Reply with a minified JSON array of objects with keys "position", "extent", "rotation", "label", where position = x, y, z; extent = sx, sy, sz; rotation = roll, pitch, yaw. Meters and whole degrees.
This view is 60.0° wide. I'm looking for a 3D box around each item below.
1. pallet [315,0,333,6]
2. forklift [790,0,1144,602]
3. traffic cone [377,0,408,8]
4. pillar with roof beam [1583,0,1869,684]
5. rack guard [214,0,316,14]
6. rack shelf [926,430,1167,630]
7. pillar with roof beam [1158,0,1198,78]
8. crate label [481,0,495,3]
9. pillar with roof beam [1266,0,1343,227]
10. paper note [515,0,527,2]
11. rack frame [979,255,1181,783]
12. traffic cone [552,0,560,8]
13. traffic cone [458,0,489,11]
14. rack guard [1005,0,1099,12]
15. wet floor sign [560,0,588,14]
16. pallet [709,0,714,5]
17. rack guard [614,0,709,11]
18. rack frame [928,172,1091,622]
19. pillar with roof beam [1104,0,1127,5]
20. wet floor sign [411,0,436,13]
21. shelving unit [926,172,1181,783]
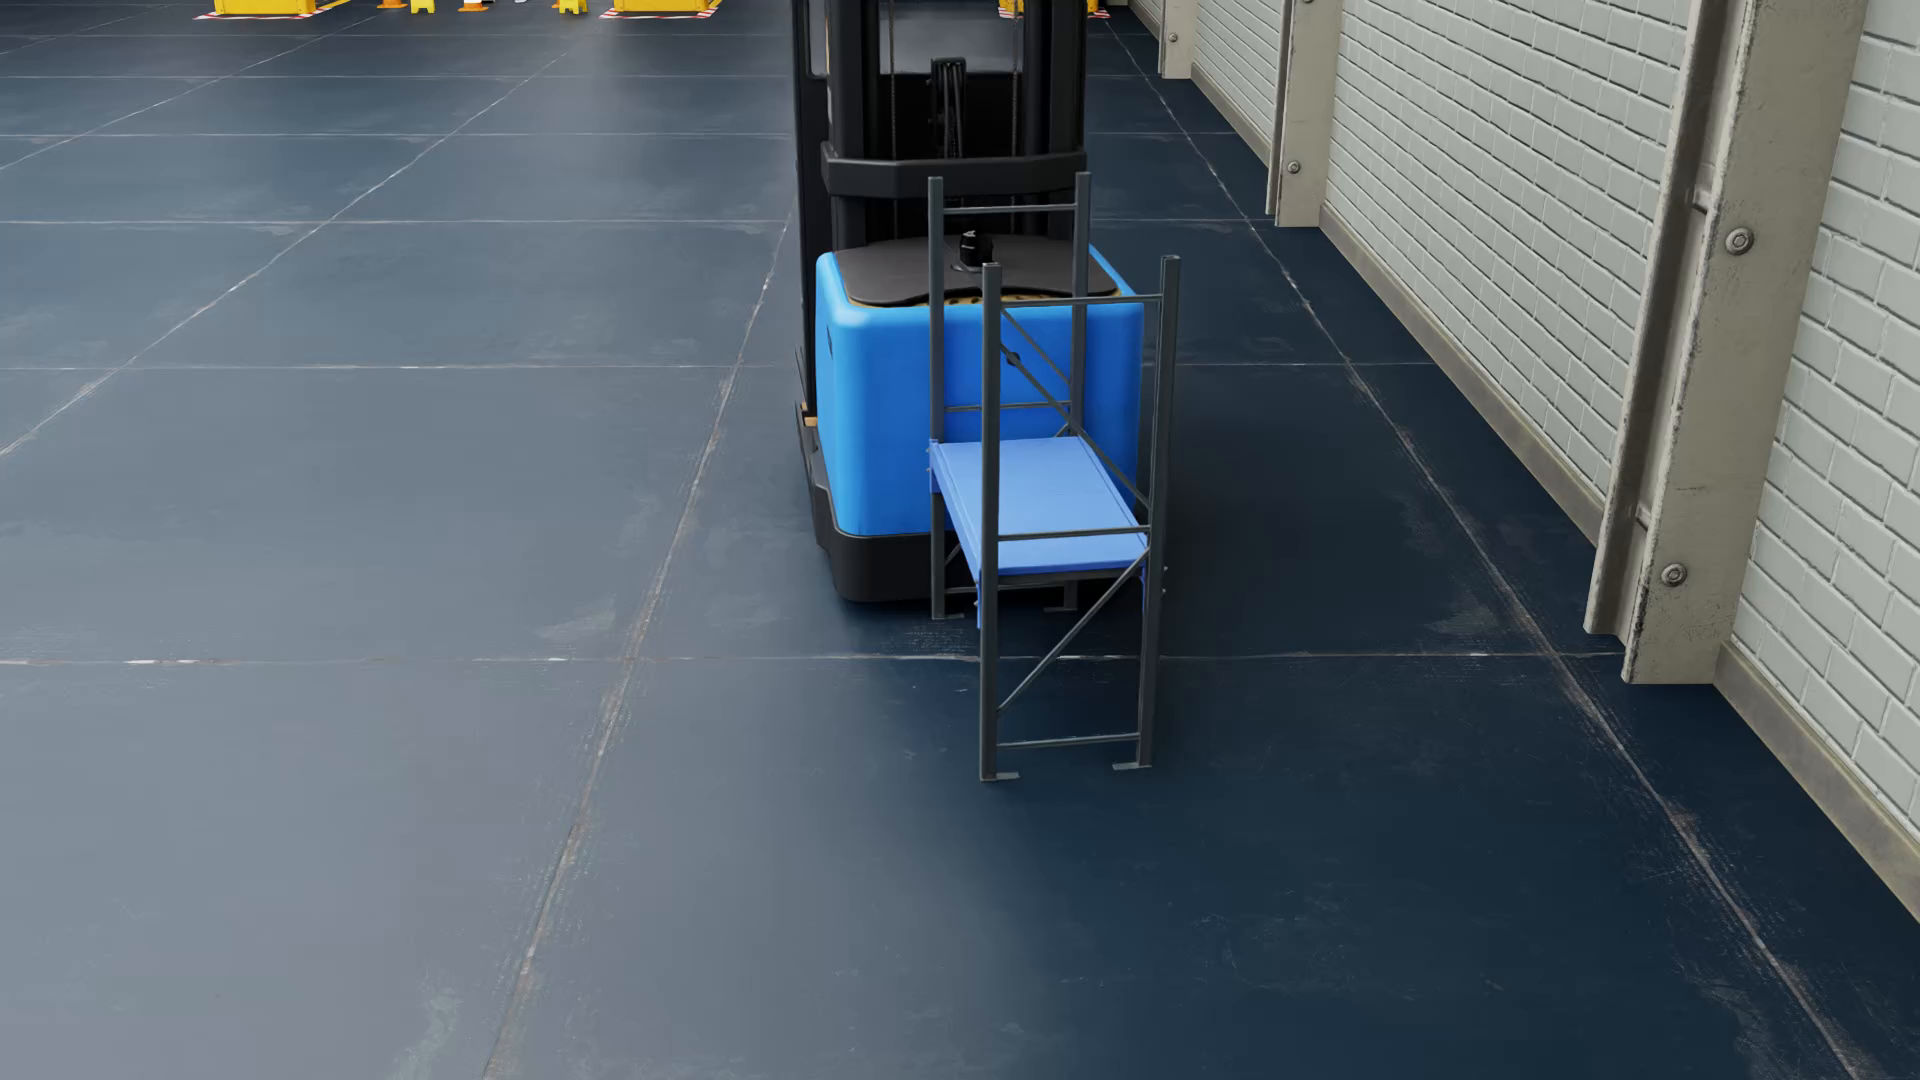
[{"position":[-8.833,-7.093,21.676],"extent":[1.003,0.211,1.213],"rotation":[0,24,-1],"label":"pallet"},{"position":[-0.113,-1.702,6.457],"extent":[1.130,2.935,3.031],"rotation":[-4,25,-8],"label":"forklift"},{"position":[-7.332,-7.103,21.394],"extent":[0.336,0.463,0.334],"rotation":[0,24,-1],"label":"traffic cone"},{"position":[-2.049,-3.710,3.532],"extent":[9.100,9.000,0.400],"rotation":[0,24,-1],"label":"pillar with roof beam"},{"position":[-8.746,-6.885,20.867],"extent":[1.175,0.500,0.348],"rotation":[0,24,-1],"label":"rack guard"},{"position":[0.229,-0.057,4.994],"extent":[0.538,0.185,1.000],"rotation":[-4,25,-8],"label":"rack shelf"},{"position":[-2.180,-8.654,14.465],"extent":[9.100,9.000,0.400],"rotation":[0,24,-1],"label":"pillar with roof beam"},{"position":[-6.269,-7.144,21.878],"extent":[0.250,0.136,0.298],"rotation":[-14,28,-28],"label":"crate label"},{"position":[-2.114,-6.182,8.999],"extent":[9.100,9.000,0.400],"rotation":[0,24,-1],"label":"pillar with roof beam"},{"position":[-5.798,-7.126,21.968],"extent":[0.148,0.019,0.142],"rotation":[-9,26,-19],"label":"paper note"},{"position":[0.305,-0.014,4.462],"extent":[0.500,1.500,0.032],"rotation":[-4,25,-8],"label":"rack frame"},{"position":[-5.092,-7.113,21.416],"extent":[0.336,0.463,0.334],"rotation":[0,24,-1],"label":"traffic cone"},{"position":[-6.198,-6.968,21.096],"extent":[0.336,0.463,0.334],"rotation":[0,24,-1],"label":"traffic cone"},{"position":[1.166,-6.973,21.061],"extent":[1.175,0.500,0.348],"rotation":[0,24,-1],"label":"rack guard"},{"position":[-4.865,-6.942,20.816],"extent":[0.267,0.644,0.232],"rotation":[8,26,18],"label":"wet floor sign"},{"position":[-3.772,-7.194,21.899],"extent":[1.003,0.211,1.213],"rotation":[0,24,-1],"label":"pallet"},{"position":[-3.798,-6.990,21.099],"extent":[1.175,0.500,0.348],"rotation":[0,24,-1],"label":"rack guard"},{"position":[0.153,-0.428,5.377],"extent":[0.500,1.500,0.032],"rotation":[-4,25,-8],"label":"rack frame"},{"position":[-2.245,-11.127,19.932],"extent":[9.100,9.000,0.400],"rotation":[0,24,-1],"label":"pillar with roof beam"},{"position":[-6.766,-6.958,20.852],"extent":[0.267,0.644,0.232],"rotation":[-4,25,-10],"label":"wet floor sign"},{"position":[0.229,-0.221,4.919],"extent":[0.538,1.500,1.048],"rotation":[-4,25,-8],"label":"shelving unit"}]
